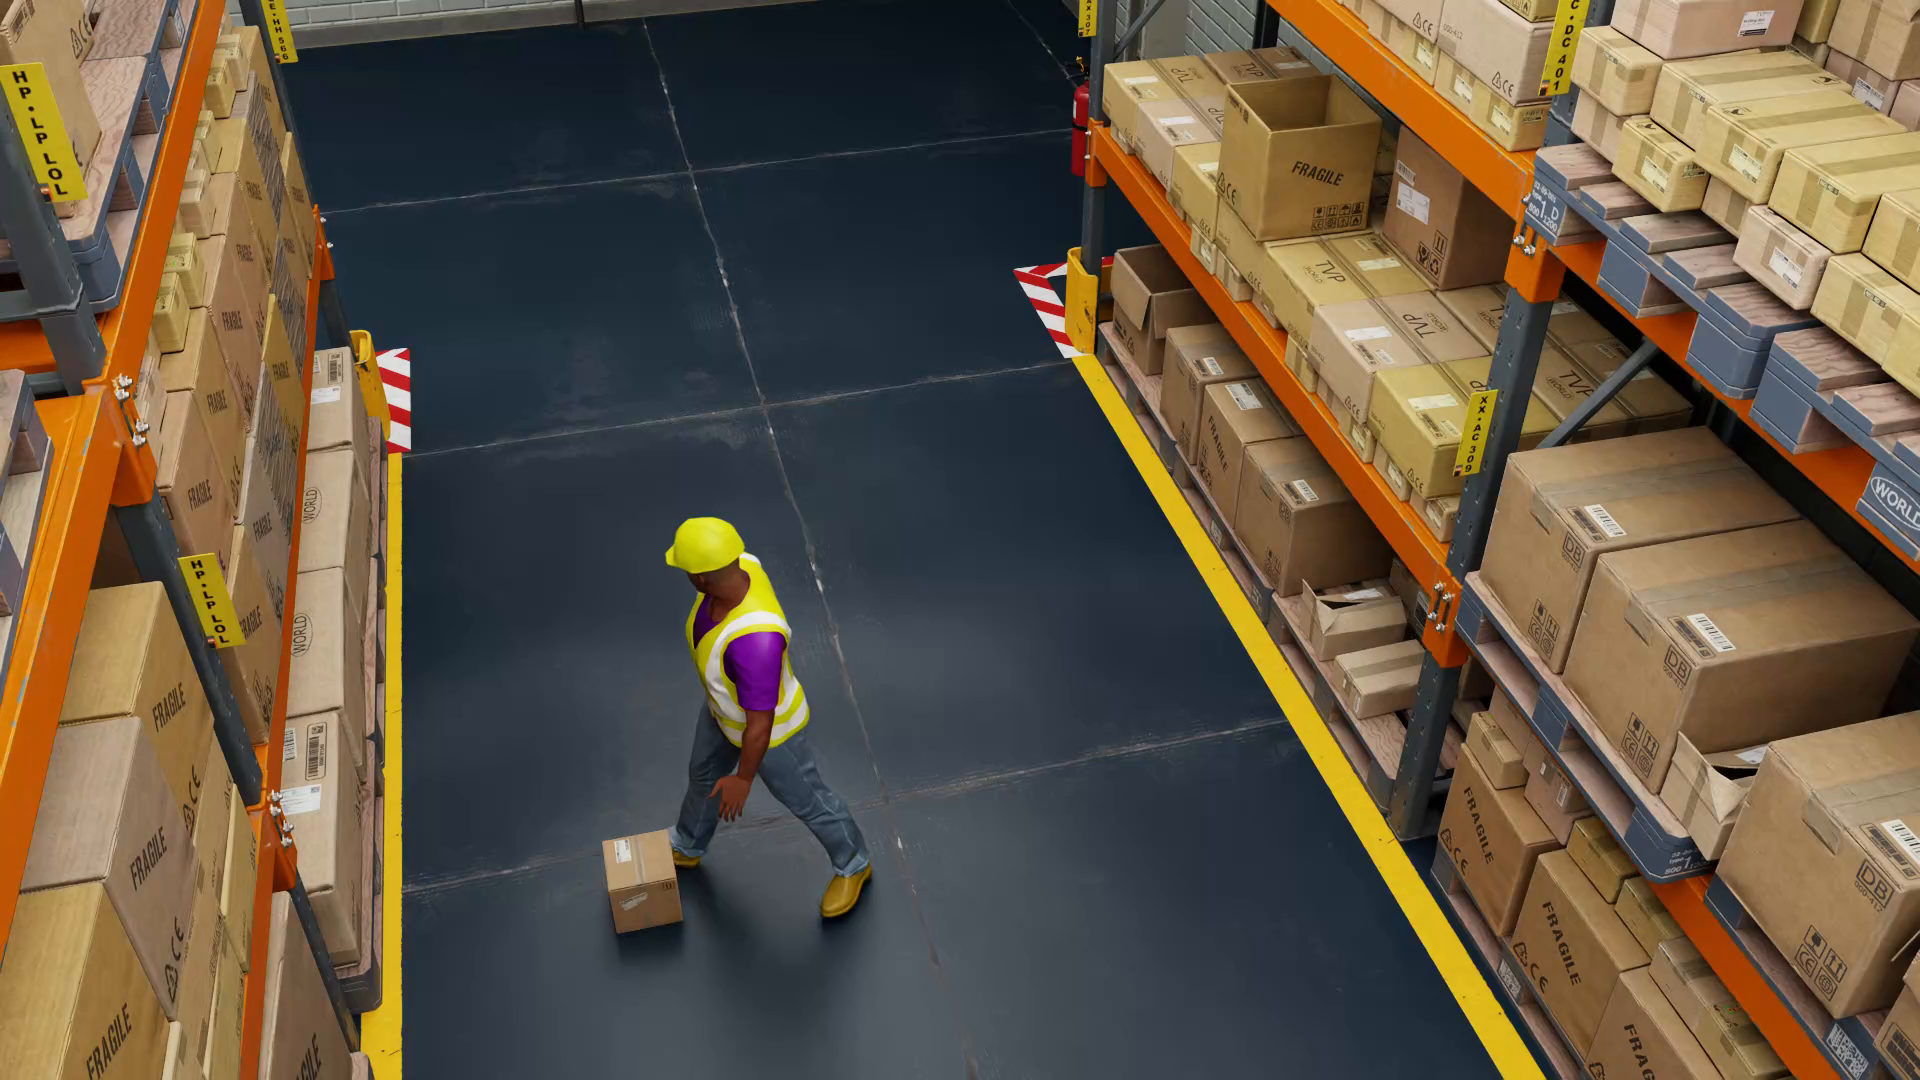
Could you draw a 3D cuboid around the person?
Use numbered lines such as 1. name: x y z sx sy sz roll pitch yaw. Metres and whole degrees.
1. person: -0.796 0.630 5.877 0.844 1.731 0.675 -19 42 -22
